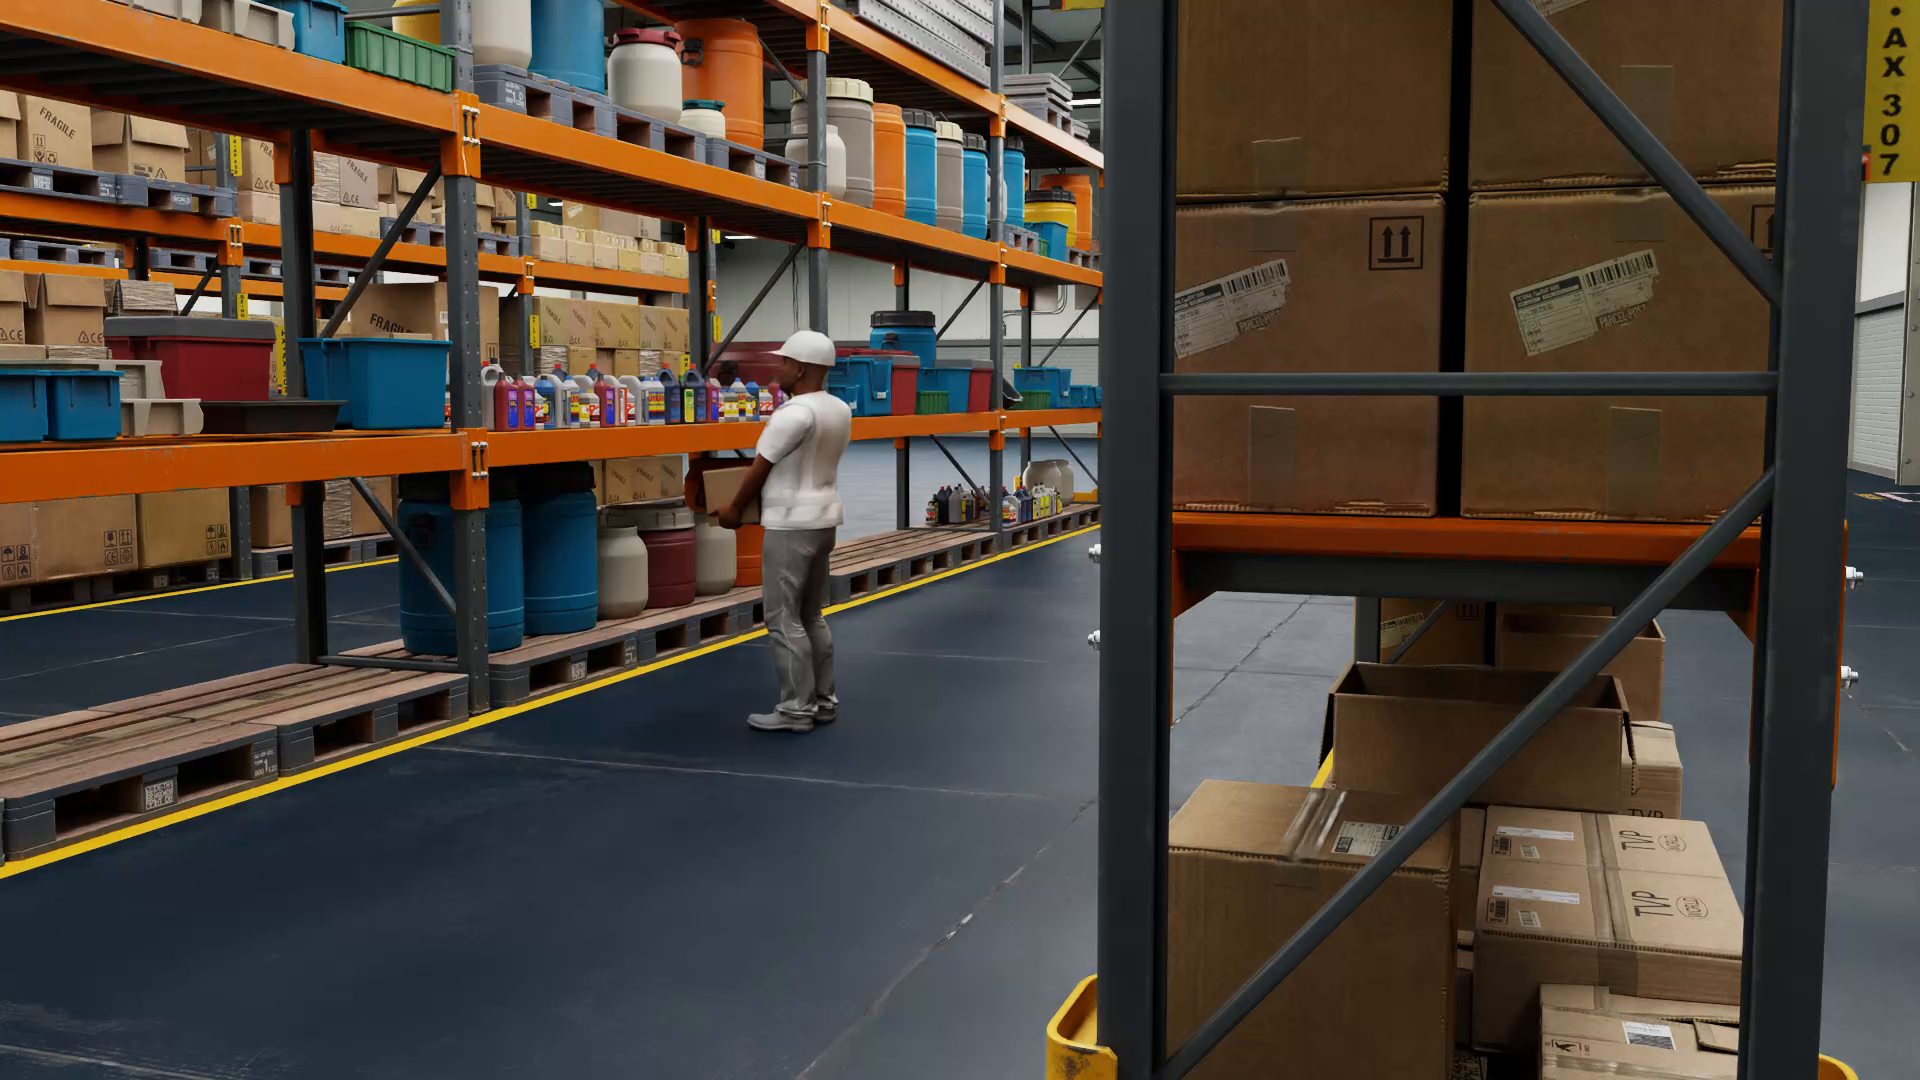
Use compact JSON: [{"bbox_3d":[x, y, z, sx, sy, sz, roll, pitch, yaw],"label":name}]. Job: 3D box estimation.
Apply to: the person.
[{"bbox_3d":[-0.809,-0.046,7.410,0.586,1.760,0.503,2,5,20],"label":"person"}]
